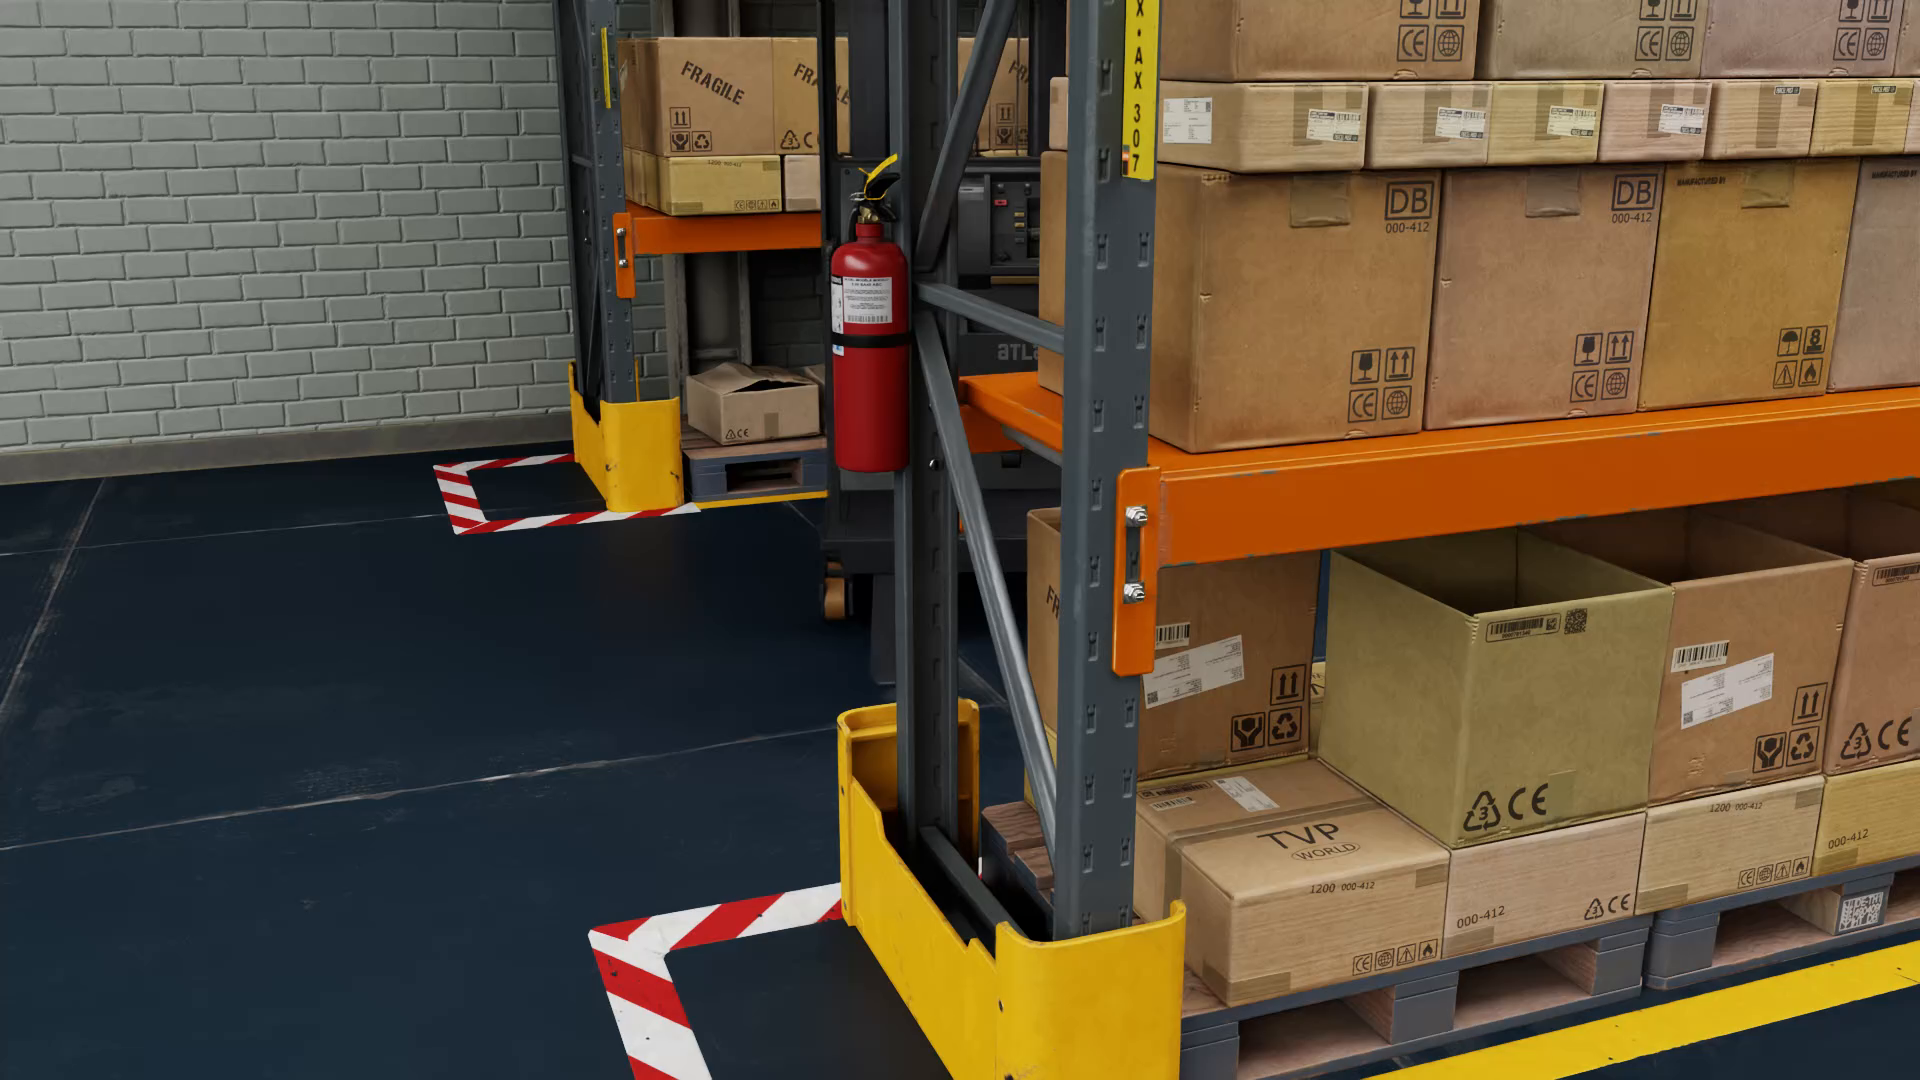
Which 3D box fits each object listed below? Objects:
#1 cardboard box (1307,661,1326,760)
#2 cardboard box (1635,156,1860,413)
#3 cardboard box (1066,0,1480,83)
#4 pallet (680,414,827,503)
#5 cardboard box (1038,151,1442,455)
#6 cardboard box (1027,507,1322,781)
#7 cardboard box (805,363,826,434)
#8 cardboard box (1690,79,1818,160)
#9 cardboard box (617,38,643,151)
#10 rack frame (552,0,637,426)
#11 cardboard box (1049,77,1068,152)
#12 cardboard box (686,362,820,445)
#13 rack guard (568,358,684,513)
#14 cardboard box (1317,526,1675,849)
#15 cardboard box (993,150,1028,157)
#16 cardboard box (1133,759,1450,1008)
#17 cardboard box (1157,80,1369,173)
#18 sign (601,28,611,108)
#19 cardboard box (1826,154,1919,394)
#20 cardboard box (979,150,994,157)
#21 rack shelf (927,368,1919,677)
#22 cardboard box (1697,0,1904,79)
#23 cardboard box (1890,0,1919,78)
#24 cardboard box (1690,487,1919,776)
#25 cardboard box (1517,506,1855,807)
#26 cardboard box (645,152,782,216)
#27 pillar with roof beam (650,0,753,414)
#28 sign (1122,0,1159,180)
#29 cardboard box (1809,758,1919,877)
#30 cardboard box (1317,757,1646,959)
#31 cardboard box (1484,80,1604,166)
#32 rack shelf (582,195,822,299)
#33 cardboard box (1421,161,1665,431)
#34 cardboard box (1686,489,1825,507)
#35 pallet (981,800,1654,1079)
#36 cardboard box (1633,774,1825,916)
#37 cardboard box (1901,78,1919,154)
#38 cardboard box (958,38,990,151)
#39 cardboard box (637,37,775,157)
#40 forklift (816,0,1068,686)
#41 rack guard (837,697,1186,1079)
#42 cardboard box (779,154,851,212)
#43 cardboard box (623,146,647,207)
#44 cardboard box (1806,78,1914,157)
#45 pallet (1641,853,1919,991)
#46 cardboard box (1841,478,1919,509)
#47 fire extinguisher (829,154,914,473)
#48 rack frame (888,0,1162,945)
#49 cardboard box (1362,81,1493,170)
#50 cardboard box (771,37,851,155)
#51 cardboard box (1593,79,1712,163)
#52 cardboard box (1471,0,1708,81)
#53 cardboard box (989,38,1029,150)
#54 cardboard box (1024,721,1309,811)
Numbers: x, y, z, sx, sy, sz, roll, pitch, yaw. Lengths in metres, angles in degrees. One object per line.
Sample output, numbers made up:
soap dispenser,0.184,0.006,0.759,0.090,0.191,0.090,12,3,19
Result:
cardboard box,0.943,0.515,4.155,0.500,0.250,0.500,-6,17,-20
cardboard box,1.480,-0.612,3.681,0.500,0.500,0.700,-6,17,-20
cardboard box,0.575,-1.137,3.166,0.500,0.500,0.700,-6,17,-20
pallet,-0.849,-0.463,8.299,1.213,0.211,1.003,-6,17,-20
cardboard box,0.526,-0.509,3.331,0.500,0.500,0.700,-6,17,-20
cardboard box,0.479,0.208,3.869,0.500,0.500,0.500,-6,17,-20
cardboard box,-0.480,-0.745,8.302,0.500,0.311,0.500,-5,17,-15
cardboard box,1.492,-0.864,3.388,0.250,0.149,0.380,-7,18,-22
cardboard box,-1.327,-2.121,7.898,0.500,0.500,0.500,-6,18,-21
rack frame,-1.691,-1.720,7.633,0.127,3.000,1.000,-6,17,-20
cardboard box,0.374,-0.865,3.392,0.250,0.149,0.380,-6,18,-21
cardboard box,-1.013,-0.687,8.107,0.500,0.311,0.500,-8,18,-26
rack guard,-1.620,-0.529,8.011,0.348,0.500,1.175,-6,17,-20
cardboard box,1.132,0.294,3.577,0.500,0.500,0.500,-6,17,-20
cardboard box,0.309,-1.780,8.066,0.500,0.250,0.500,-6,17,-20
cardboard box,0.665,0.705,3.509,0.500,0.250,0.500,-6,17,-20
cardboard box,0.528,-0.760,3.032,0.250,0.149,0.380,-6,18,-20
sign,-1.497,-1.993,7.025,0.005,0.325,0.100,-6,17,-20
cardboard box,1.970,-0.666,3.865,0.500,0.500,0.700,-6,17,-18
cardboard box,-0.164,-1.730,7.895,0.500,0.250,0.500,-6,18,-21
rack shelf,1.953,-0.274,3.984,4.000,0.370,1.077,-6,17,-20
cardboard box,1.535,-1.242,3.525,0.500,0.500,0.700,-6,17,-20
cardboard box,2.002,-1.293,3.697,0.500,0.500,0.700,-6,17,-20
cardboard box,2.067,0.195,3.916,0.500,0.500,0.500,-6,17,-20
cardboard box,1.594,0.240,3.760,0.500,0.500,0.500,-6,17,-20
cardboard box,-1.122,-1.624,7.534,0.500,0.250,0.500,-7,18,-22
pillar with roof beam,0.194,-3.764,3.946,0.400,9.000,9.100,-6,17,-20
sign,0.278,-0.724,2.563,0.005,0.325,0.100,-6,17,-20
cardboard box,2.067,0.554,4.022,0.500,0.250,0.500,-6,17,-20
cardboard box,1.131,0.653,3.684,0.500,0.250,0.500,-6,17,-20
cardboard box,1.007,-0.812,3.210,0.250,0.149,0.380,-6,17,-20
rack shelf,0.177,-1.577,8.421,4.000,0.370,1.077,-6,17,-20
cardboard box,1.014,-0.563,3.515,0.500,0.500,0.700,-6,17,-19
cardboard box,1.875,0.053,4.396,0.500,0.500,0.500,-6,17,-20
pallet,0.784,0.832,3.889,1.213,0.211,1.003,-6,17,-20
cardboard box,1.598,0.603,3.855,0.500,0.250,0.500,-6,17,-20
cardboard box,1.964,-0.914,3.559,0.250,0.149,0.380,-6,17,-20
cardboard box,-0.188,-2.084,7.773,0.500,0.500,0.500,-7,18,-22
cardboard box,-1.138,-1.987,7.440,0.500,0.500,0.500,-6,17,-20
forklift,0.032,-1.201,5.985,1.130,2.935,3.031,-1,16,-2
rack guard,0.063,0.784,3.540,0.348,0.500,1.175,-6,17,-20
cardboard box,-0.642,-1.680,7.725,0.500,0.250,0.500,-7,18,-22
cardboard box,-1.324,-1.756,7.985,0.500,0.250,0.500,-6,17,-19
cardboard box,1.730,-0.890,3.476,0.250,0.149,0.380,-6,18,-21
pallet,1.922,0.710,4.304,1.213,0.211,1.003,-6,17,-20
cardboard box,2.529,0.140,4.101,0.500,0.500,0.500,-6,17,-20
fire extinguisher,-0.192,-0.491,3.582,0.183,0.674,0.296,-6,17,-20
rack frame,0.085,-0.417,3.196,0.127,3.000,1.000,-6,17,-20
cardboard box,0.774,-0.787,3.125,0.250,0.149,0.380,-7,18,-22
cardboard box,-0.673,-2.034,7.601,0.500,0.500,0.500,-6,17,-20
cardboard box,1.244,-0.836,3.294,0.250,0.149,0.380,-6,18,-21
cardboard box,1.064,-1.191,3.351,0.500,0.500,0.700,-7,18,-22
cardboard box,0.290,-2.140,7.961,0.500,0.500,0.500,-6,17,-18
cardboard box,0.480,0.569,3.973,0.500,0.250,0.500,-6,17,-20
